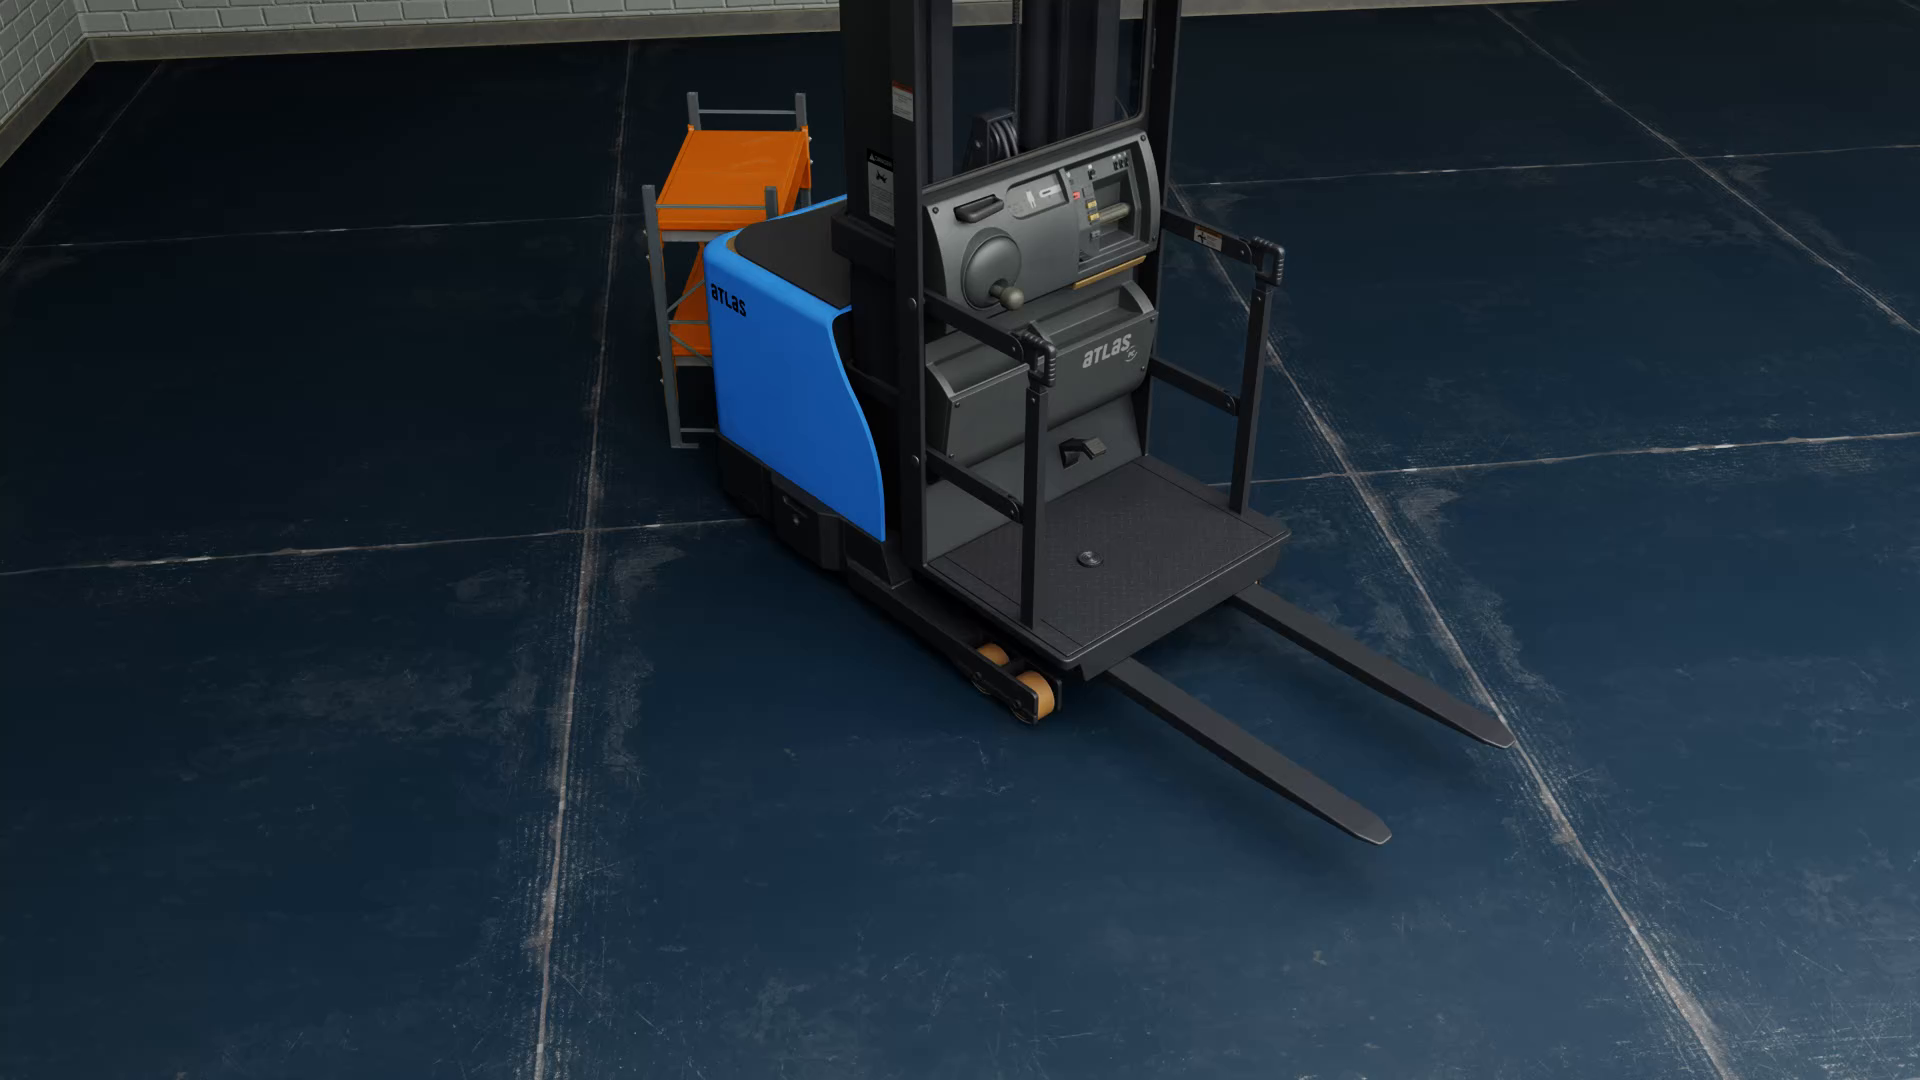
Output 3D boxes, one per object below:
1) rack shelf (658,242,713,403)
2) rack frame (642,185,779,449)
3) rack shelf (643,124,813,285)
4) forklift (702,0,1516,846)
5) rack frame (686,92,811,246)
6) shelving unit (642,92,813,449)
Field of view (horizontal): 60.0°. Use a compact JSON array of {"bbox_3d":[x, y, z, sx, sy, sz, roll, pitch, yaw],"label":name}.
[{"bbox_3d":[-0.917,-0.929,7.049,0.538,0.278,1.000,1,34,1],"label":"rack shelf"},{"bbox_3d":[-0.931,-0.845,6.491,0.500,1.125,0.032,1,34,1],"label":"rack frame"},{"bbox_3d":[-0.917,-1.373,6.746,0.538,0.278,1.000,1,34,1],"label":"rack shelf"},{"bbox_3d":[0.416,-0.944,5.033,1.130,2.935,3.031,-26,42,-33],"label":"forklift"},{"bbox_3d":[-0.903,-1.417,7.331,0.500,1.125,0.032,1,34,1],"label":"rack frame"},{"bbox_3d":[-0.917,-1.131,6.911,0.538,1.125,1.048,1,34,1],"label":"shelving unit"}]
